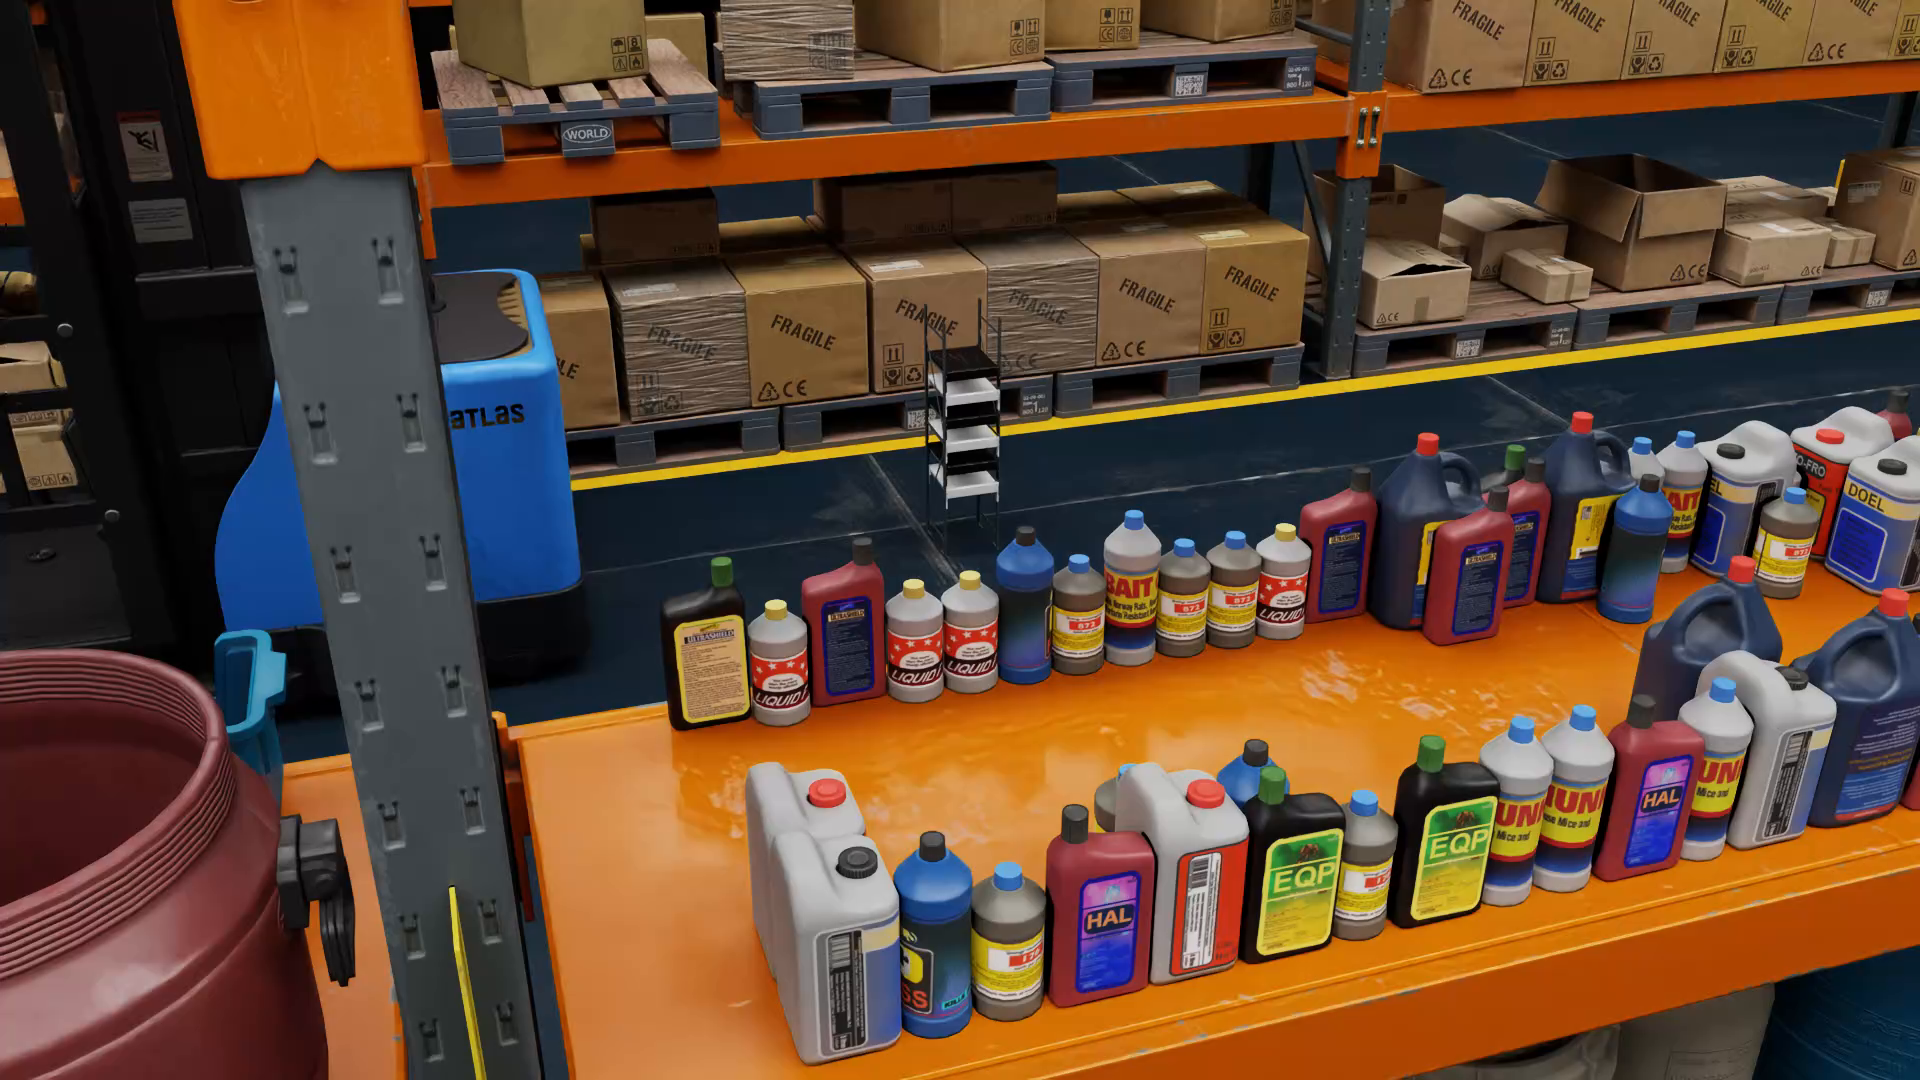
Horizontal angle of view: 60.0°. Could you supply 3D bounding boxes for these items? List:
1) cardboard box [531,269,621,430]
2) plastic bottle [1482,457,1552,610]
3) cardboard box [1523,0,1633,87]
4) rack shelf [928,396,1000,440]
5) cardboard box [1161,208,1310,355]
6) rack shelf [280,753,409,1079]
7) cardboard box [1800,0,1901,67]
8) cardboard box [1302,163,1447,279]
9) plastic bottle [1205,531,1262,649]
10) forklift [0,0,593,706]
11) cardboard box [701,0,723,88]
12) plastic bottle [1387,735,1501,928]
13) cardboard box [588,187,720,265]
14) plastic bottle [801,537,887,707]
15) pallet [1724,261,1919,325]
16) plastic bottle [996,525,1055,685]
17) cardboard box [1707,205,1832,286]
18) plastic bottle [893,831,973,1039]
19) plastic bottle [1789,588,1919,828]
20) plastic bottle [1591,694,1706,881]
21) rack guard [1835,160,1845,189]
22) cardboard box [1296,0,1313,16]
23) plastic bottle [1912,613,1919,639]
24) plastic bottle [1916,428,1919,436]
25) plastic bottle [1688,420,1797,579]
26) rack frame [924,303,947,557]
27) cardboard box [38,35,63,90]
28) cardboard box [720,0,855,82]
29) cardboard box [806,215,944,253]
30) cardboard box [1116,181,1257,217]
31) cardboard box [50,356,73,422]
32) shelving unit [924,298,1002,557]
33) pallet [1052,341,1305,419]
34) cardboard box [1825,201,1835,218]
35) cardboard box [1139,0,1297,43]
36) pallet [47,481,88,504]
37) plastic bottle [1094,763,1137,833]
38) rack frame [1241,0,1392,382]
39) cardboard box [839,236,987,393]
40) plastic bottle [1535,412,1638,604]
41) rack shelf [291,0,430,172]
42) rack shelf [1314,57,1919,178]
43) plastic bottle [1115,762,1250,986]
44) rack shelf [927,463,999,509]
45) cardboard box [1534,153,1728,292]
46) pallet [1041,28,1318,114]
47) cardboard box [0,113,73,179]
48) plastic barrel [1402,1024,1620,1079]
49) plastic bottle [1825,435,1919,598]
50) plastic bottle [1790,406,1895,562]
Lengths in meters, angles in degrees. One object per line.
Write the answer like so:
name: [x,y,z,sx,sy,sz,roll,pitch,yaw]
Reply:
cardboard box: [-1.672,-0.765,6.734,0.500,0.500,0.500,-7,27,-14]
plastic bottle: [0.997,-0.010,3.028,0.133,0.283,0.061,-8,28,-16]
cardboard box: [2.665,-2.368,7.534,0.500,0.500,0.500,-8,27,-15]
rack shelf: [0.008,-0.455,6.027,0.200,0.077,0.258,-8,28,-16]
cardboard box: [1.229,-1.185,7.580,0.500,0.500,0.500,-8,28,-16]
rack shelf: [-2.565,0.947,1.779,4.000,0.370,1.077,-8,28,-16]
cardboard box: [4.103,-2.576,7.953,0.500,0.500,0.500,-8,28,-16]
cardboard box: [2.064,-1.572,8.360,0.500,0.500,0.500,-8,28,-16]
plastic bottle: [0.479,0.082,2.936,0.097,0.201,0.097,0,26,0]
forklift: [-2.773,-0.908,4.782,3.031,2.935,1.130,-8,27,-15]
cardboard box: [-1.350,-3.348,11.565,0.750,0.750,0.750,-7,27,-15]
plastic bottle: [0.649,0.384,2.235,0.133,0.283,0.061,-8,28,-16]
cardboard box: [-1.325,-1.397,7.163,0.500,0.250,0.500,-7,27,-14]
plastic bottle: [-0.191,0.134,2.739,0.133,0.283,0.061,-8,28,-16]
pallet: [4.583,-1.478,8.989,1.213,0.211,1.003,-8,28,-16]
plastic bottle: [0.109,0.104,2.812,0.097,0.271,0.097,0,26,0]
cardboard box: [4.060,-1.516,8.527,0.500,0.250,0.500,-8,28,-16]
plastic bottle: [-0.033,0.479,2.056,0.097,0.271,0.097,0,26,0]
plastic bottle: [1.320,0.237,2.455,0.185,0.351,0.144,-8,28,-16]
plastic bottle: [0.961,0.339,2.326,0.133,0.283,0.061,-8,28,-16]
rack guard: [5.341,-1.717,9.147,0.348,0.500,1.175,-8,28,-16]
cardboard box: [2.578,-4.159,12.864,0.250,0.149,0.380,-8,28,-16]
plastic bottle: [1.443,0.237,2.543,0.097,0.271,0.097,0,26,0]
plastic bottle: [1.930,-0.128,3.359,0.097,0.201,0.097,0,26,0]
plastic bottle: [1.481,-0.084,3.185,0.135,0.276,0.152,-8,28,-16]
rack frame: [-0.089,-0.390,6.024,0.006,0.900,0.240,-8,28,-16]
cardboard box: [-5.449,-3.007,10.406,0.500,0.250,0.500,-8,28,-16]
cardboard box: [-0.701,-2.158,6.639,0.500,0.500,0.700,-3,27,-6]
cardboard box: [-0.388,-1.197,7.605,0.500,0.500,0.500,-9,28,-18]
cardboard box: [1.074,-1.410,8.034,0.500,0.500,0.500,-10,28,-18]
cardboard box: [-3.108,-0.703,6.282,0.500,0.311,0.500,-9,28,-17]
shelving unit: [0.008,-0.404,6.052,0.210,0.900,0.258,-8,28,-16]
pallet: [0.848,-0.919,7.865,1.213,0.211,1.003,-8,28,-16]
cardboard box: [4.671,-1.829,9.251,0.250,0.166,0.380,-8,28,-16]
cardboard box: [1.090,-2.559,7.446,0.500,0.500,0.700,-19,32,-33]
pallet: [-2.988,-0.400,6.818,1.213,0.211,1.003,-8,28,-16]
plastic bottle: [0.232,0.401,2.292,0.097,0.201,0.097,0,26,0]
rack frame: [1.610,-2.297,7.503,0.127,3.000,1.000,-8,28,-16]
cardboard box: [-0.203,-0.980,7.168,0.500,0.500,0.500,-9,28,-18]
plastic bottle: [1.143,-0.070,3.074,0.185,0.351,0.144,-8,28,-16]
rack shelf: [1.238,-0.948,2.221,4.000,0.370,1.077,-8,28,-16]
rack shelf: [3.511,-2.250,8.217,4.000,0.370,1.077,-8,28,-16]
plastic bottle: [0.288,0.418,2.174,0.135,0.276,0.152,-8,28,-16]
rack shelf: [0.008,-0.213,6.147,0.200,0.077,0.258,-8,28,-16]
cardboard box: [3.395,-1.636,8.485,0.637,0.503,0.797,-8,28,-16]
pallet: [0.816,-2.147,7.417,1.213,0.211,1.003,-8,28,-16]
cardboard box: [-3.389,-1.434,6.047,0.250,0.149,0.380,-6,27,-12]
plastic barrel: [0.870,1.011,3.080,0.708,0.588,0.600,-8,28,-16]
plastic bottle: [1.749,-0.052,3.120,0.135,0.276,0.152,-8,28,-16]
plastic bottle: [1.702,-0.116,3.250,0.135,0.276,0.152,-8,28,-16]
